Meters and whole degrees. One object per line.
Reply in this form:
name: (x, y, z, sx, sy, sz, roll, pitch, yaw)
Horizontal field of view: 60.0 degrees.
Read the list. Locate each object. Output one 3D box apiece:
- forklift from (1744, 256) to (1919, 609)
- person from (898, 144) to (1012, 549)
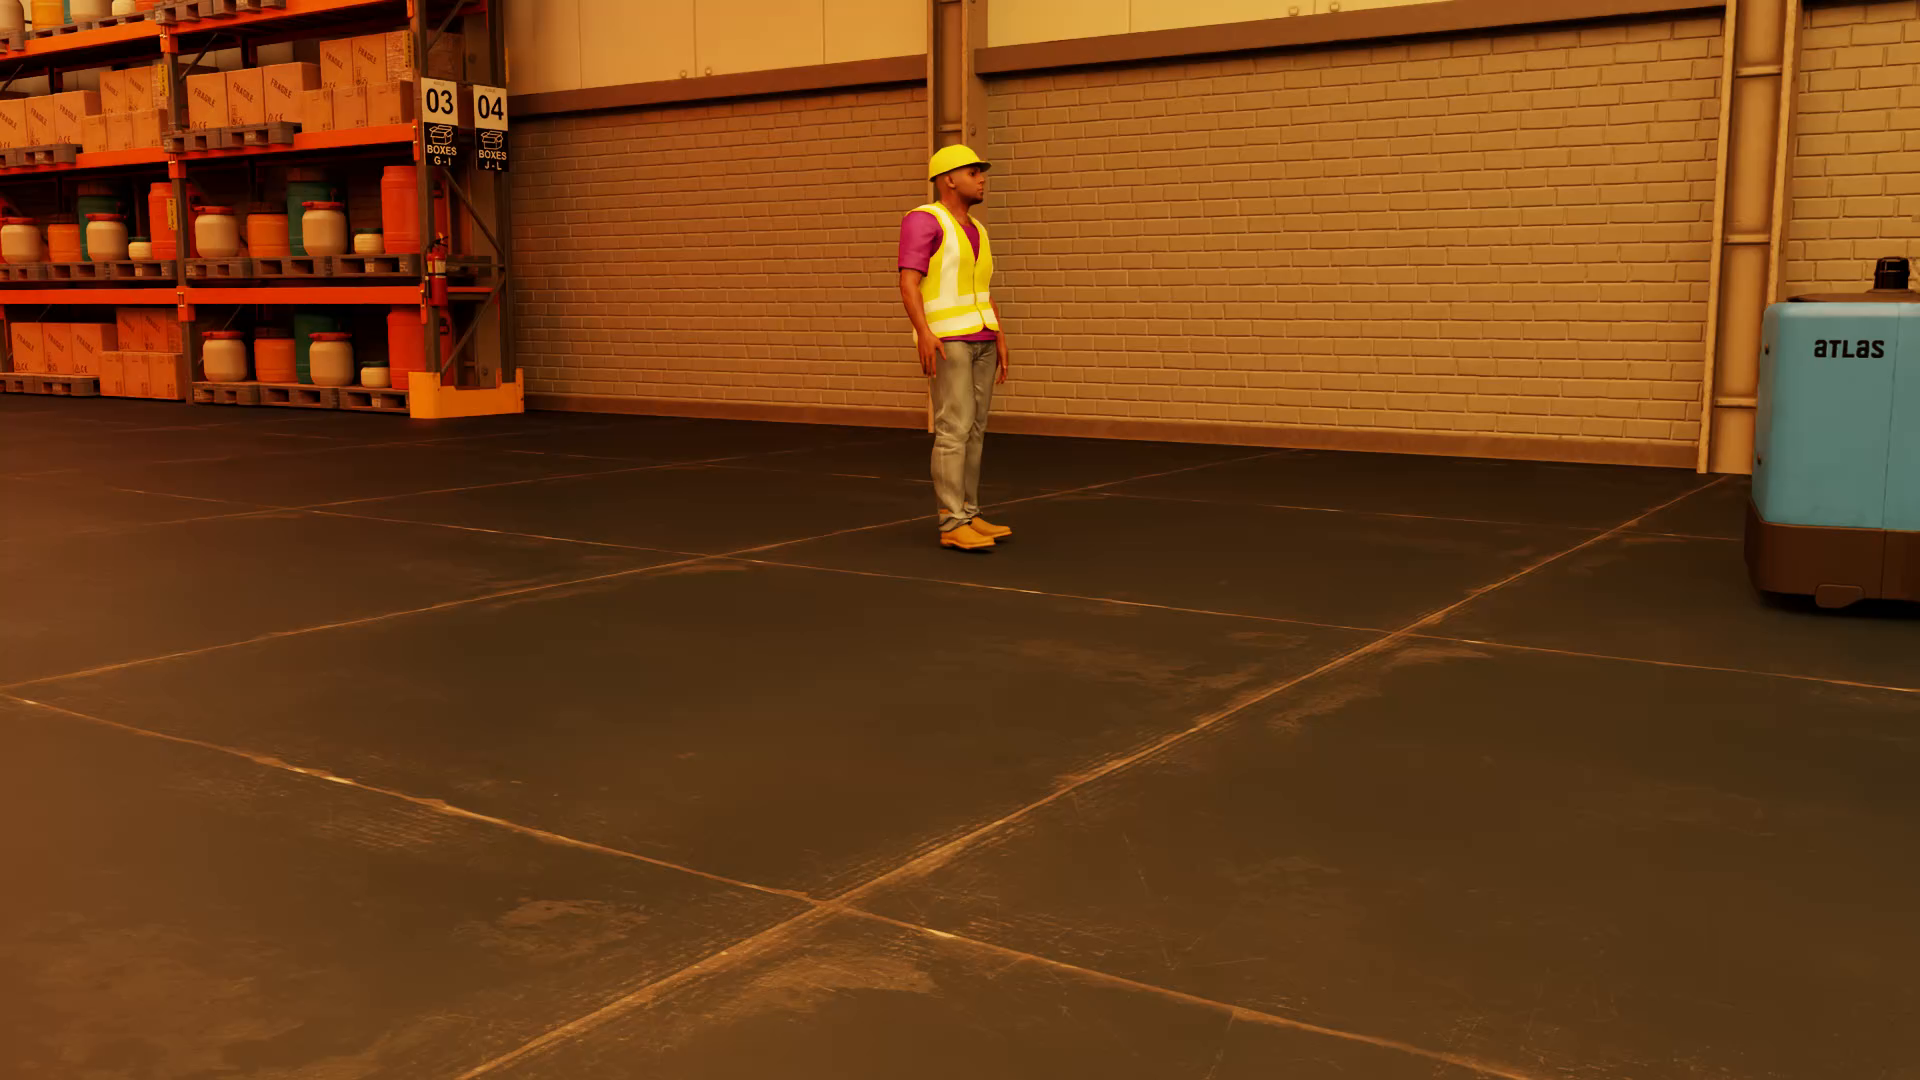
forklift: (4.385, -1.184, 5.520, 3.031, 2.935, 1.130, 3, 9, 22)
person: (0.054, -0.876, 7.435, 0.577, 1.765, 0.665, 5, 10, 34)
